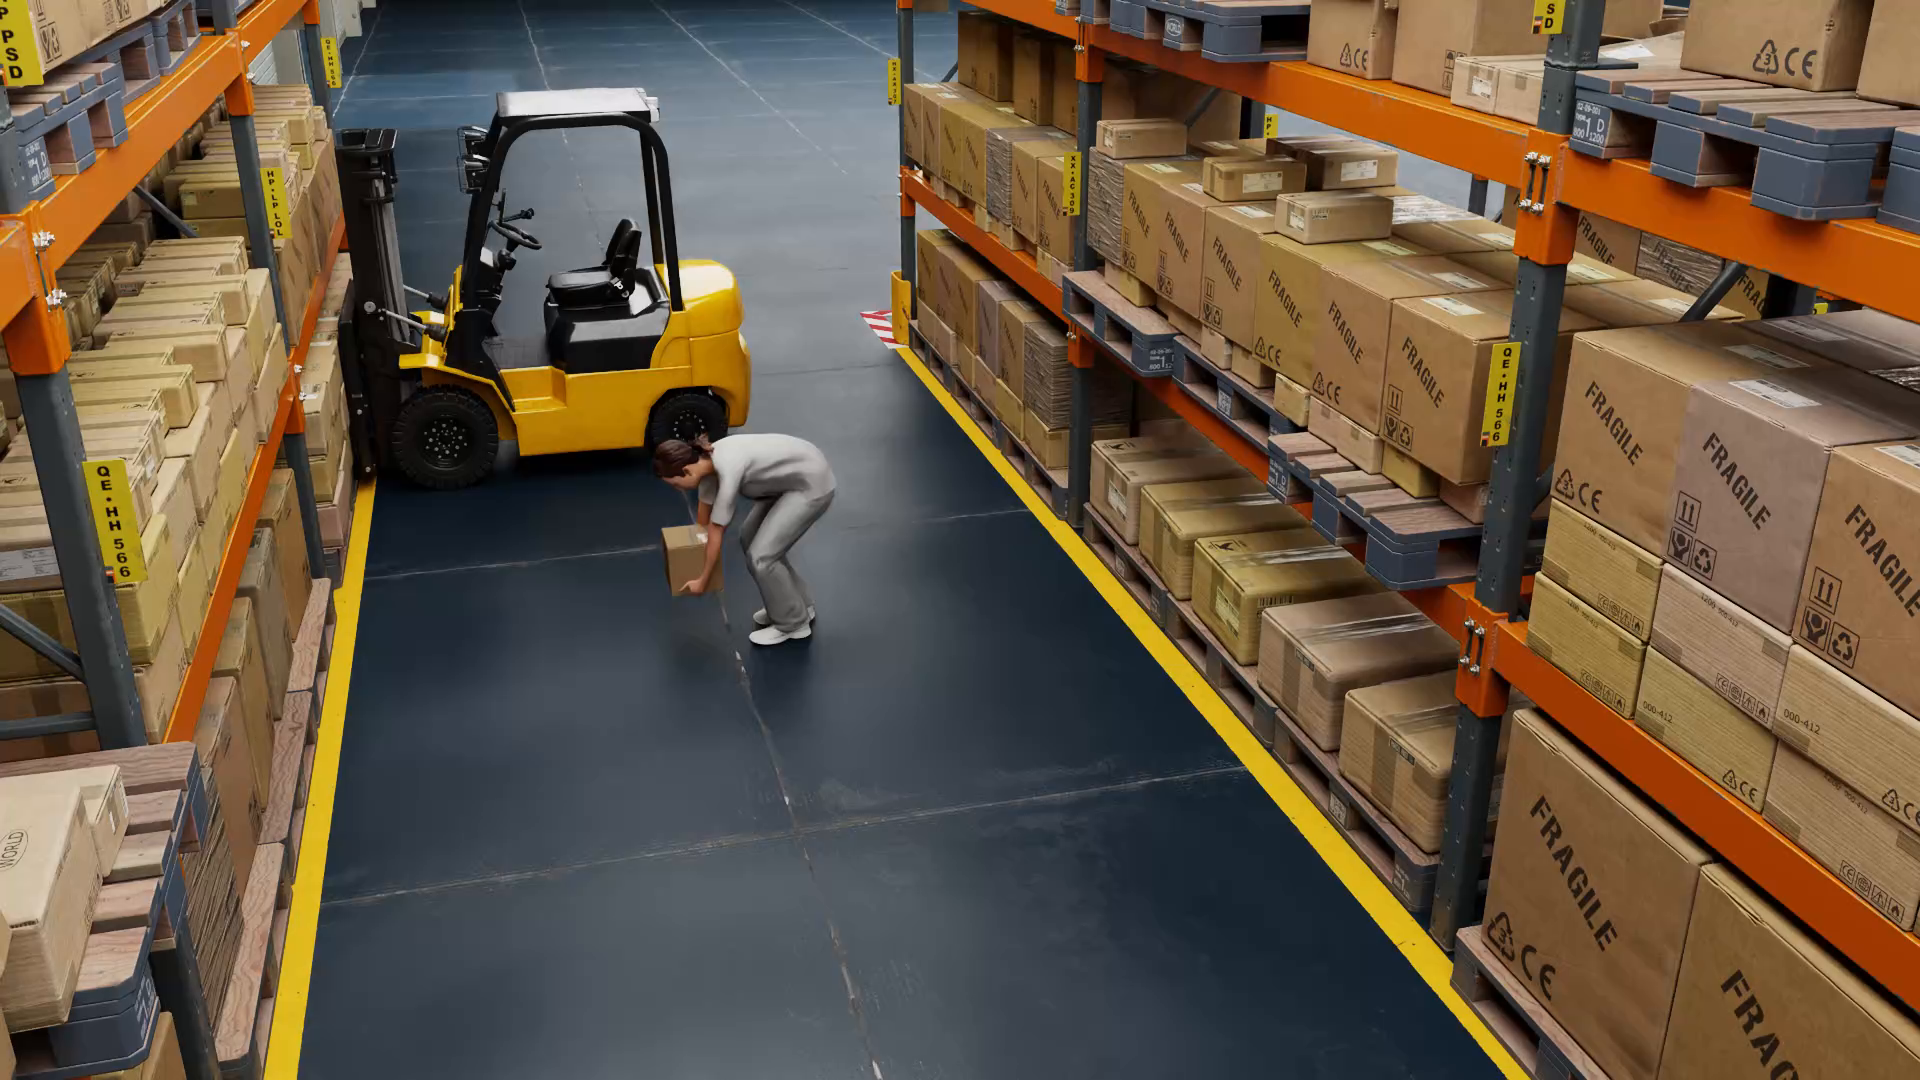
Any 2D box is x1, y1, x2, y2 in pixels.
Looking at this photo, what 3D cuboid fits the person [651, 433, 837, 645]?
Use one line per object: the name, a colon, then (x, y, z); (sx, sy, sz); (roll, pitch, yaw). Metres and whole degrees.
person: (-1.014, -0.021, 7.943); (0.864, 1.054, 0.447); (-7, 24, -17)
